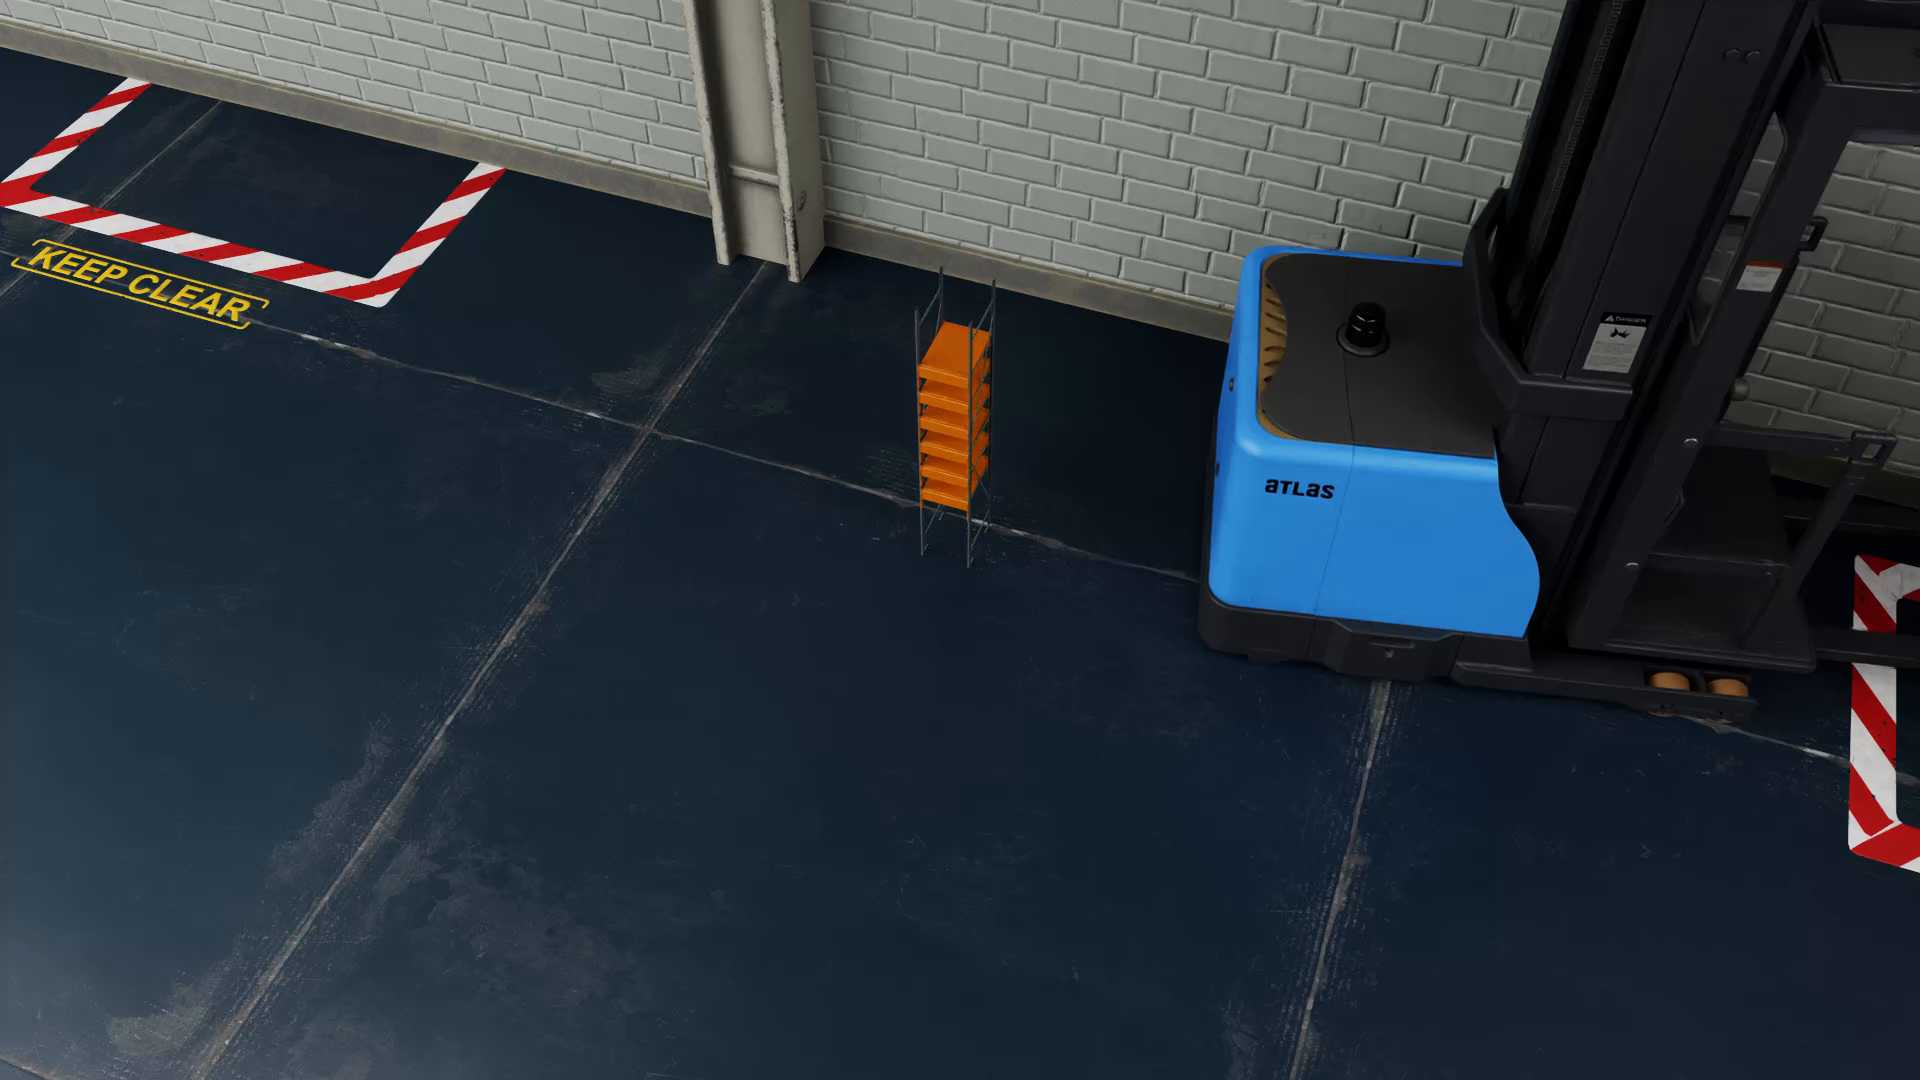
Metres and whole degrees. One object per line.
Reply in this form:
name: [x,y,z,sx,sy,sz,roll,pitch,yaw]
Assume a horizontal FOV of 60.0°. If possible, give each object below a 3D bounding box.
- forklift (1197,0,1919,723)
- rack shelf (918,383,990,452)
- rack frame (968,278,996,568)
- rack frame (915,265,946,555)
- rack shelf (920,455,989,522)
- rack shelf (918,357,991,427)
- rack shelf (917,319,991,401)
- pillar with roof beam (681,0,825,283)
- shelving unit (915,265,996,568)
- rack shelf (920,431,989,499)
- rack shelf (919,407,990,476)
forklift: [2.400,-0.764,4.973,3.031,2.935,1.130,6,49,5]
rack shelf: [-0.014,-0.446,5.743,0.180,0.103,0.258,16,51,13]
rack frame: [0.072,-0.373,5.779,0.006,1.200,0.240,16,51,13]
rack frame: [-0.099,-0.421,5.821,0.006,1.200,0.240,16,51,13]
rack shelf: [-0.014,-0.210,6.015,0.180,0.103,0.258,16,51,13]
rack shelf: [-0.014,-0.525,5.652,0.180,0.103,0.258,16,51,13]
rack shelf: [-0.014,-0.603,5.561,0.180,0.103,0.258,16,51,13]
pillar with roof beam: [-2.319,-1.172,1.311,0.400,9.000,9.100,16,51,13]
shelving unit: [-0.014,-0.397,5.800,0.189,1.200,0.258,16,51,13]
rack shelf: [-0.014,-0.289,5.924,0.180,0.103,0.258,16,51,13]
rack shelf: [-0.014,-0.368,5.833,0.180,0.103,0.258,16,51,13]
